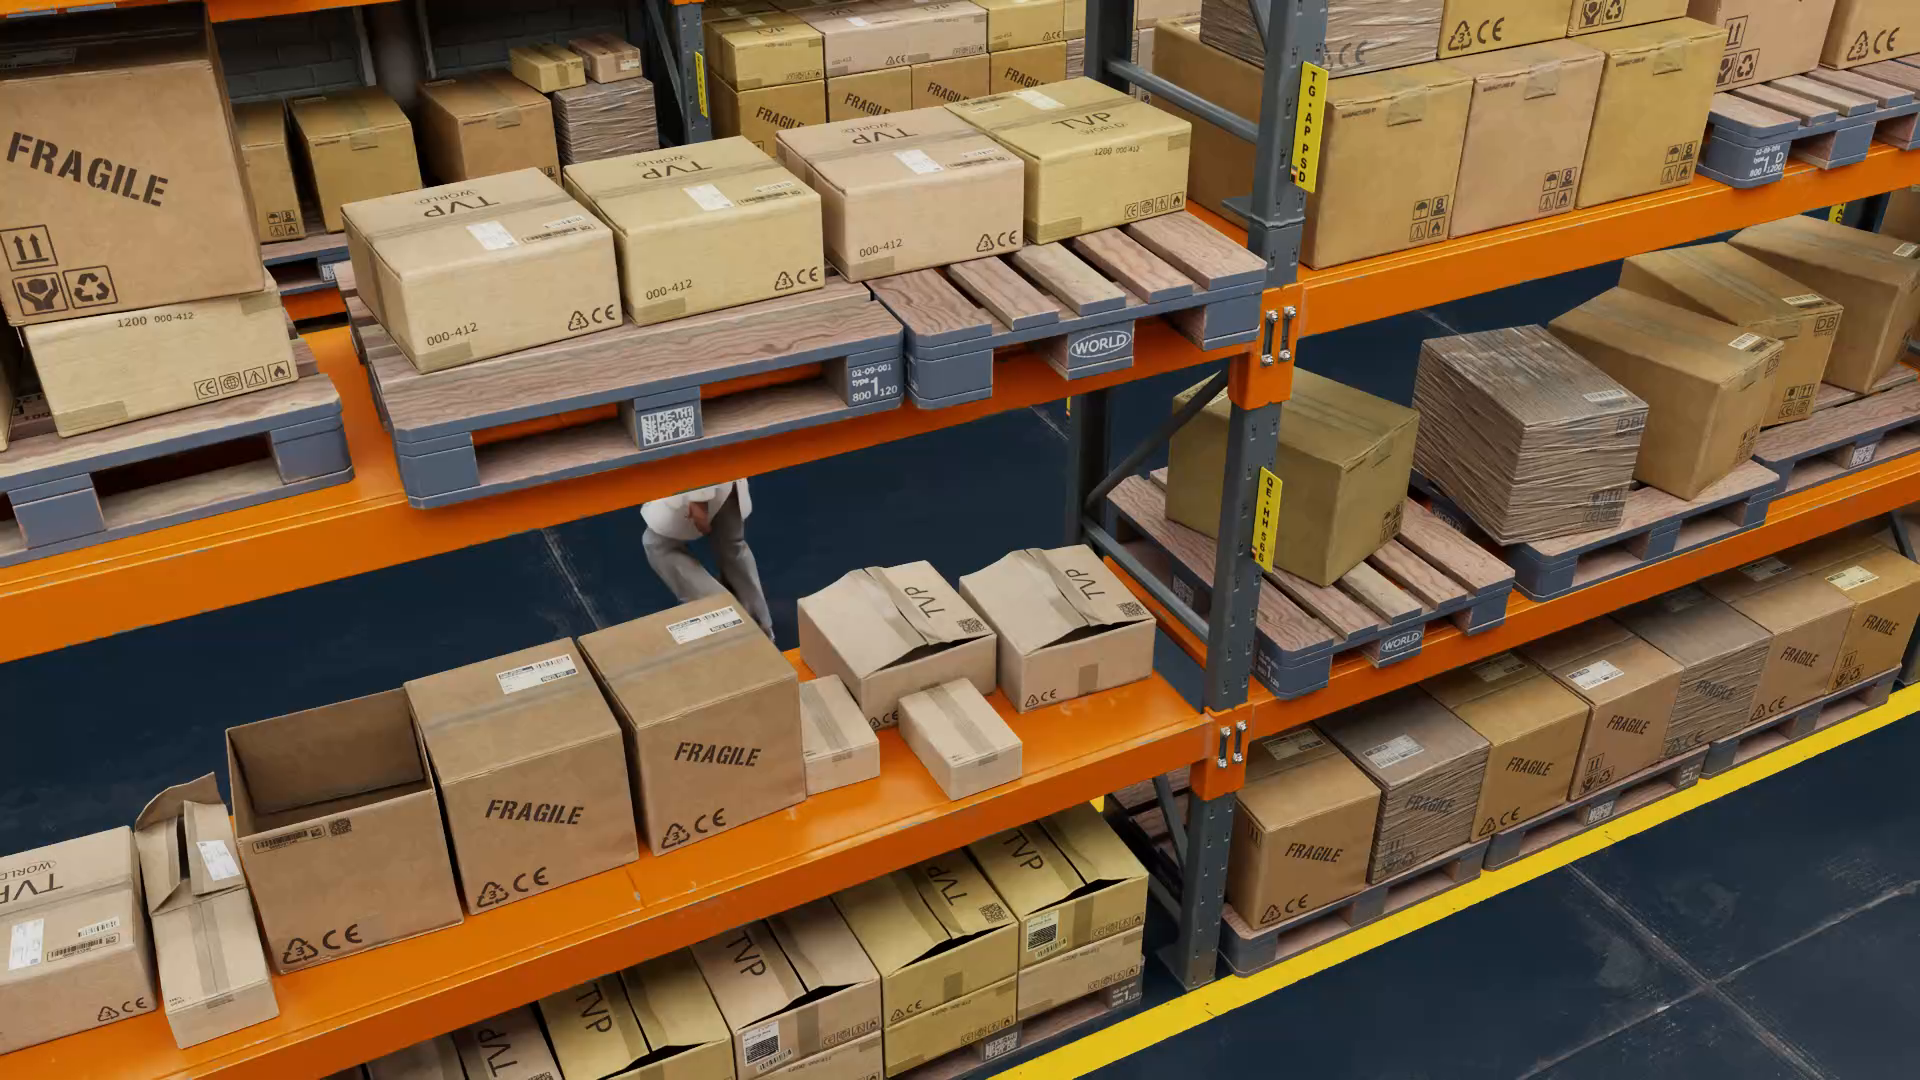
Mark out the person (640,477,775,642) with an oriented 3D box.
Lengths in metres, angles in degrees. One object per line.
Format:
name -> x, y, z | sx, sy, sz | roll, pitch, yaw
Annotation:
person -> -1.152, -0.294, 7.571 | 0.551, 1.762, 0.616 | 10, 34, 15
